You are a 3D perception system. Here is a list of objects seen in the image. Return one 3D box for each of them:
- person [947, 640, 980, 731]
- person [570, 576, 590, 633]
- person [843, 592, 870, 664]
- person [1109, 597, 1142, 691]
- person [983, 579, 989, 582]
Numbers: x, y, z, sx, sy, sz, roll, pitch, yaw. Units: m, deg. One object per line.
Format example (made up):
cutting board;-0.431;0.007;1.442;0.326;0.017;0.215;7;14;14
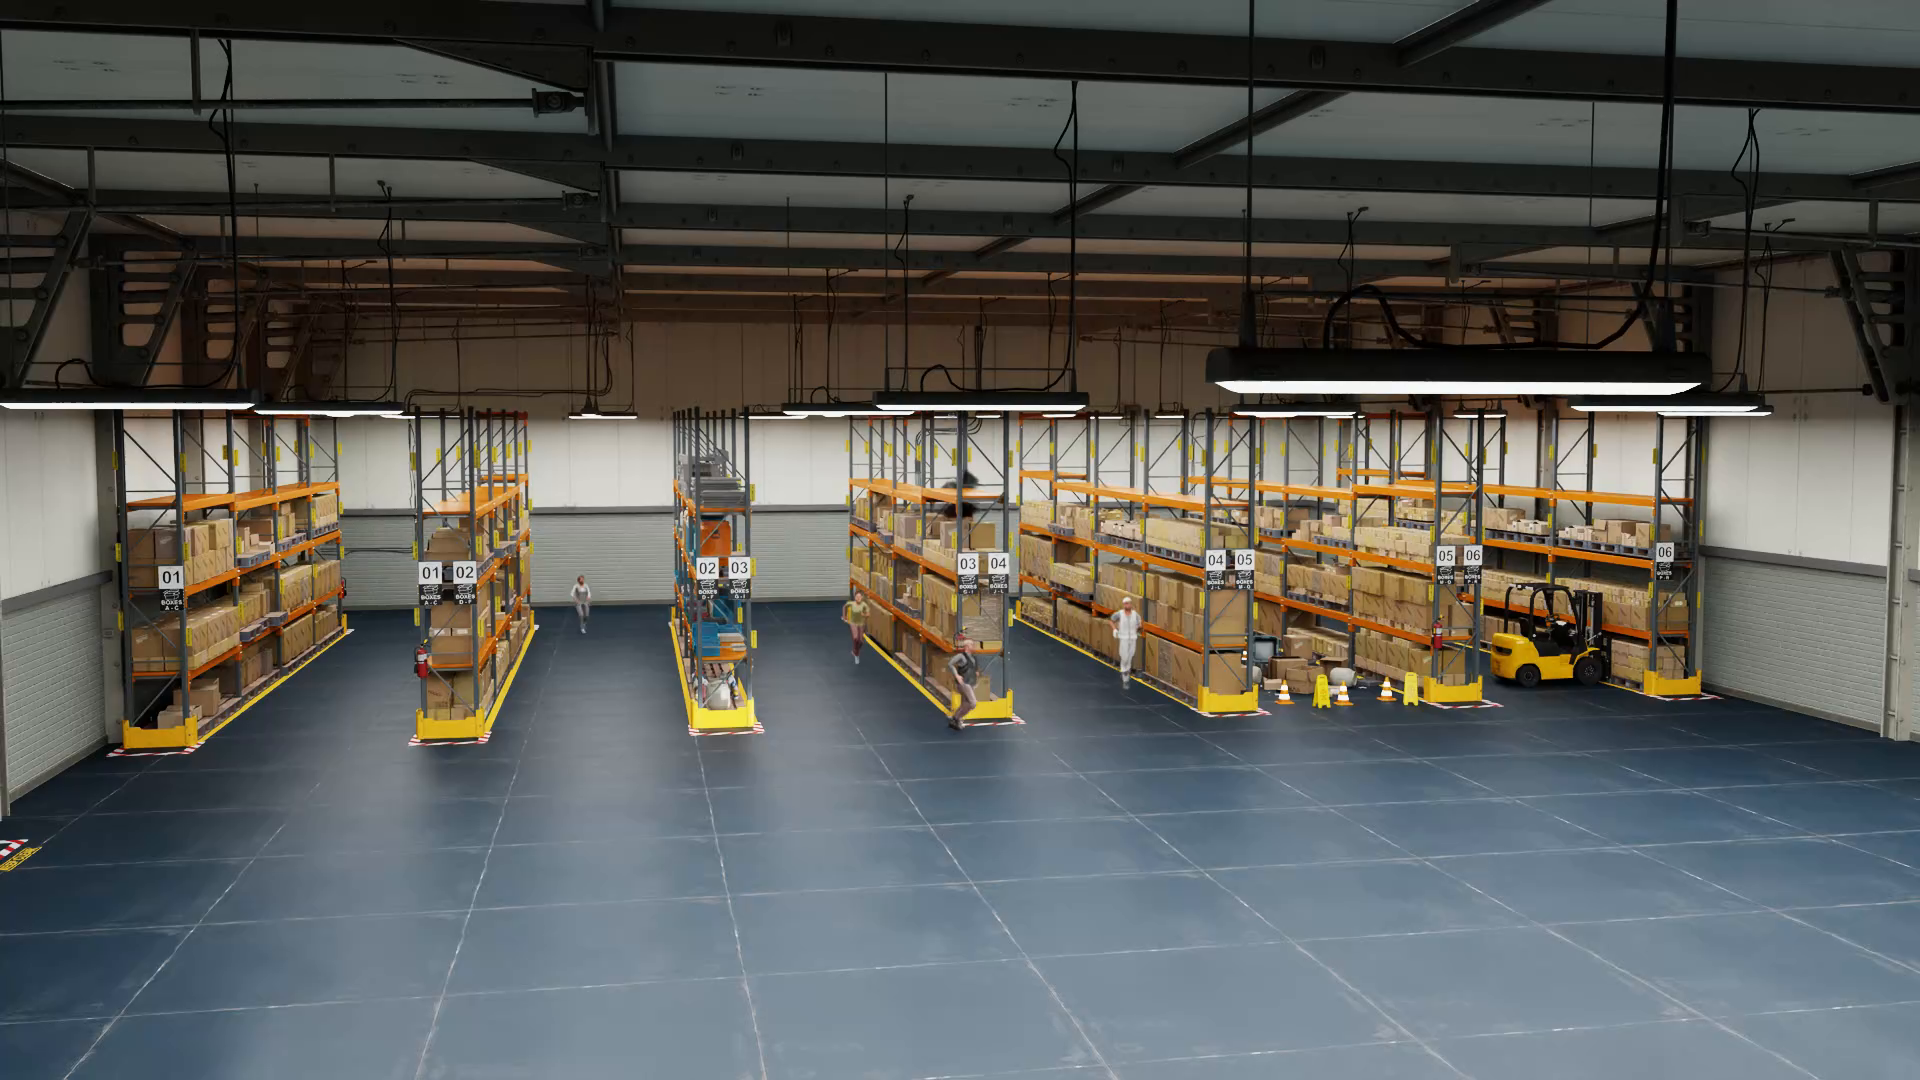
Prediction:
person;0.108;2.680;30.818;0.637;1.667;0.631;2;5;29
person;-10.300;1.740;45.157;0.553;1.567;0.542;-2;5;-27
person;-2.385;2.013;38.445;0.603;1.672;0.794;-1;4;-11
person;3.460;2.127;34.345;0.630;1.900;0.714;-1;4;-13
person;0.684;1.368;48.705;0.718;1.748;0.983;3;5;37
